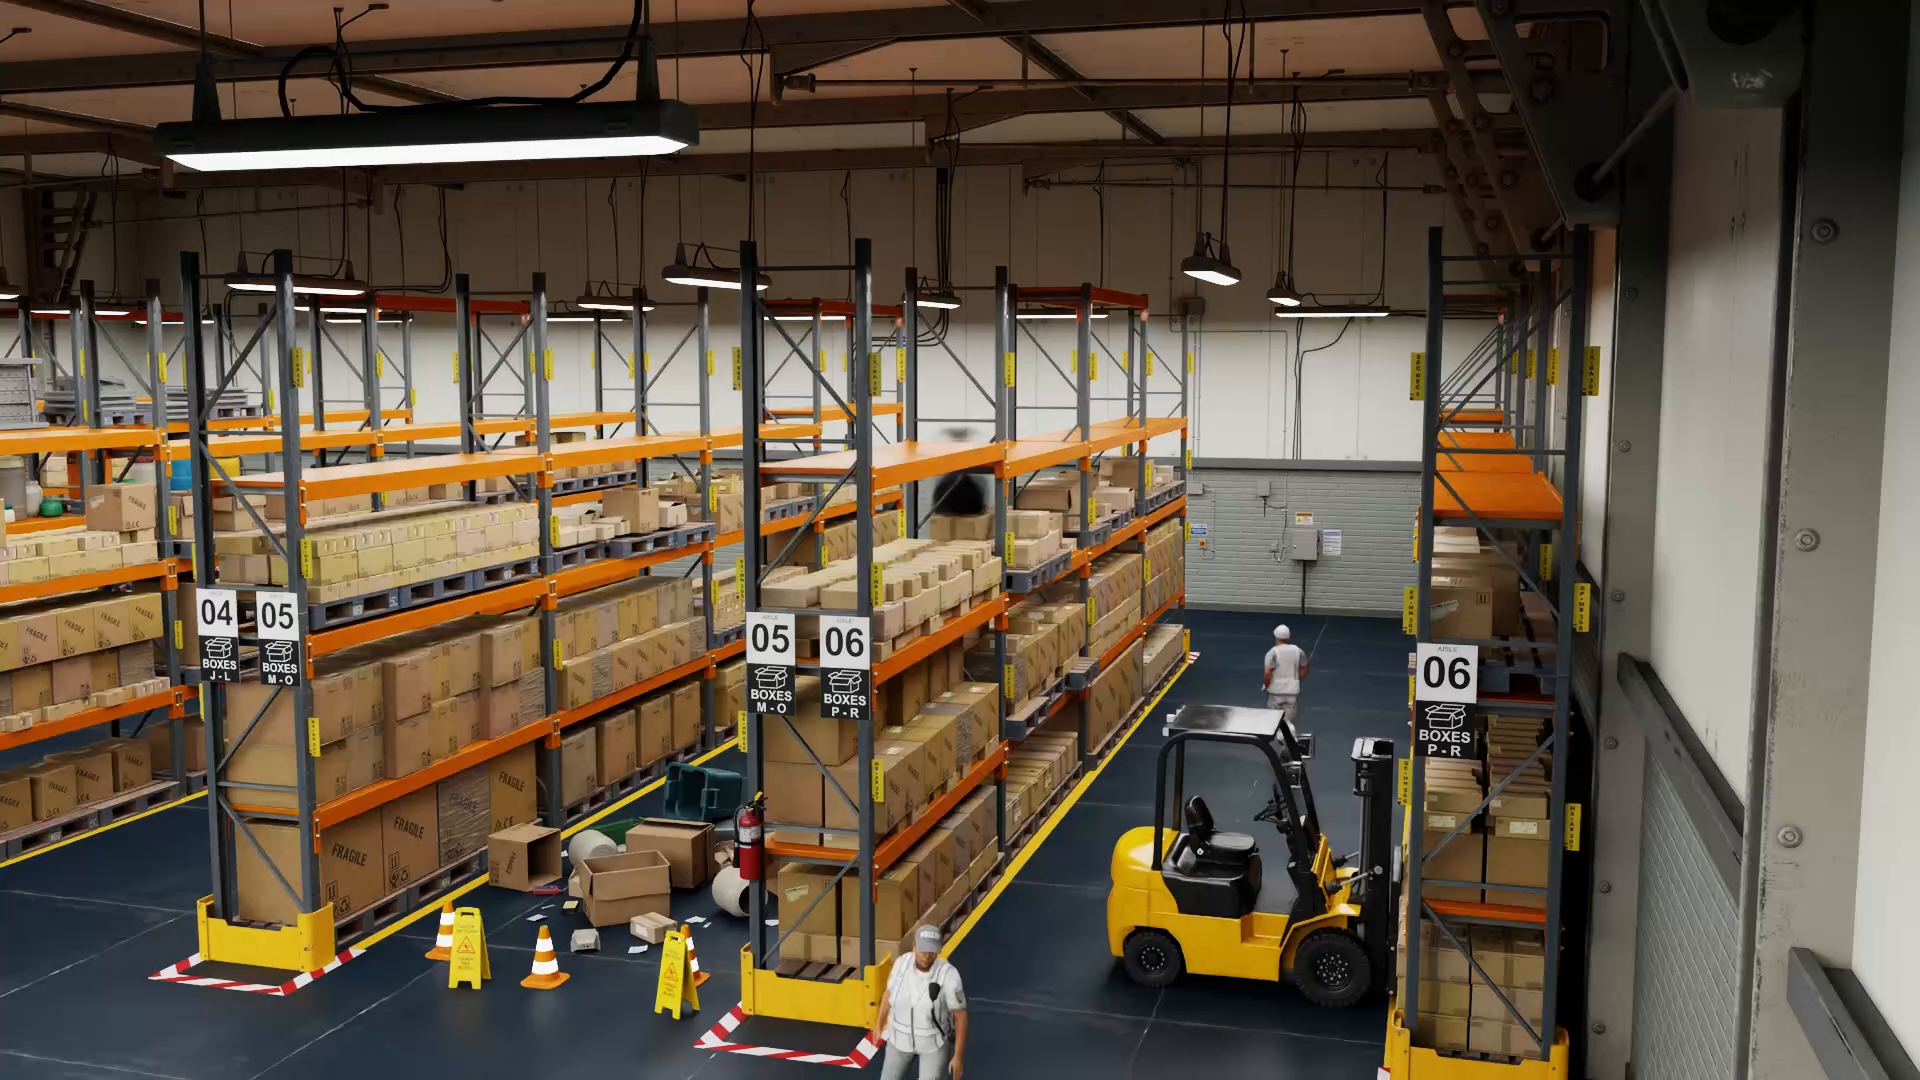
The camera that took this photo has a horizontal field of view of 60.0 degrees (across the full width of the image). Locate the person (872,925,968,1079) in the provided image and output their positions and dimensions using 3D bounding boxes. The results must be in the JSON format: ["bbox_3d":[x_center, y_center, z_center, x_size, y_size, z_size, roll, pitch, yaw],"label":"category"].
[{"bbox_3d":[-0.244,3.182,10.657,0.665,1.605,0.708,1,7,12],"label":"person"}]

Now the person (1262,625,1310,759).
[{"bbox_3d":[4.148,1.957,21.067,0.638,1.737,0.681,-1,6,-8],"label":"person"}]
